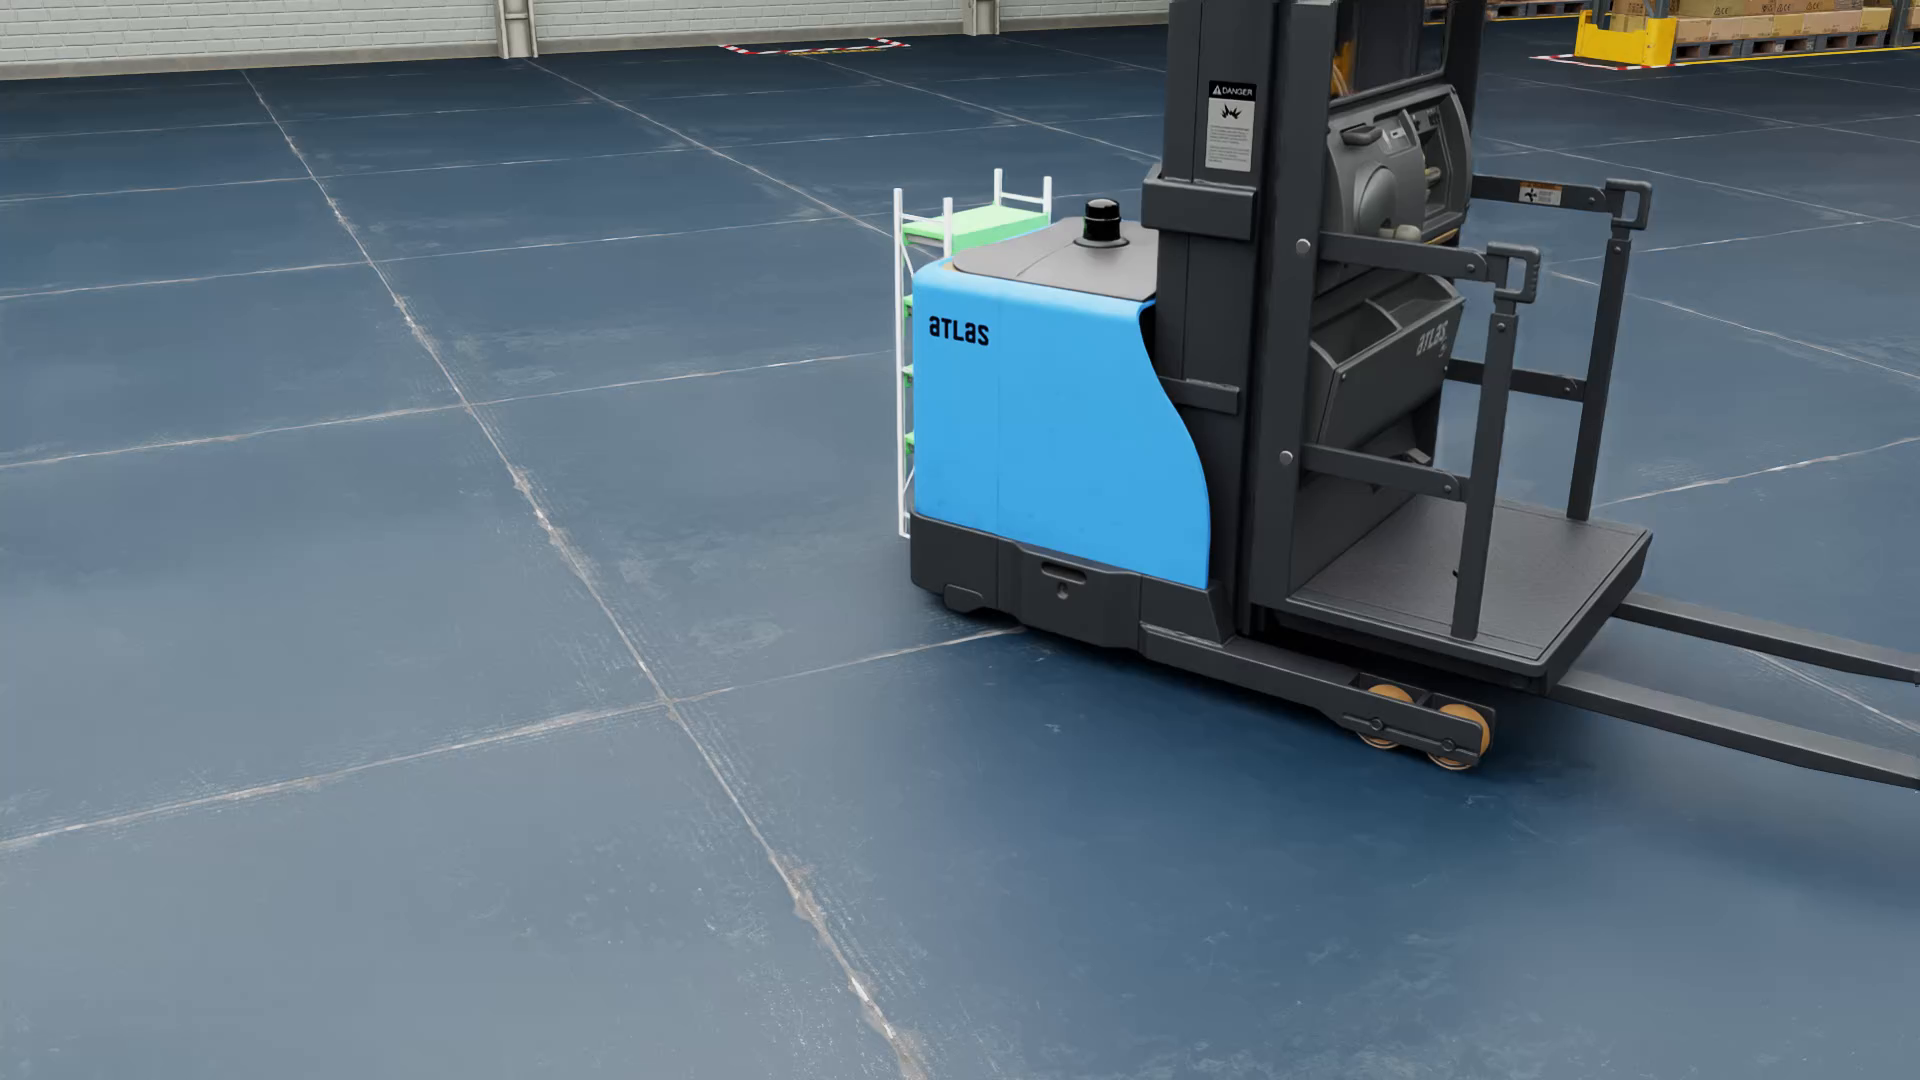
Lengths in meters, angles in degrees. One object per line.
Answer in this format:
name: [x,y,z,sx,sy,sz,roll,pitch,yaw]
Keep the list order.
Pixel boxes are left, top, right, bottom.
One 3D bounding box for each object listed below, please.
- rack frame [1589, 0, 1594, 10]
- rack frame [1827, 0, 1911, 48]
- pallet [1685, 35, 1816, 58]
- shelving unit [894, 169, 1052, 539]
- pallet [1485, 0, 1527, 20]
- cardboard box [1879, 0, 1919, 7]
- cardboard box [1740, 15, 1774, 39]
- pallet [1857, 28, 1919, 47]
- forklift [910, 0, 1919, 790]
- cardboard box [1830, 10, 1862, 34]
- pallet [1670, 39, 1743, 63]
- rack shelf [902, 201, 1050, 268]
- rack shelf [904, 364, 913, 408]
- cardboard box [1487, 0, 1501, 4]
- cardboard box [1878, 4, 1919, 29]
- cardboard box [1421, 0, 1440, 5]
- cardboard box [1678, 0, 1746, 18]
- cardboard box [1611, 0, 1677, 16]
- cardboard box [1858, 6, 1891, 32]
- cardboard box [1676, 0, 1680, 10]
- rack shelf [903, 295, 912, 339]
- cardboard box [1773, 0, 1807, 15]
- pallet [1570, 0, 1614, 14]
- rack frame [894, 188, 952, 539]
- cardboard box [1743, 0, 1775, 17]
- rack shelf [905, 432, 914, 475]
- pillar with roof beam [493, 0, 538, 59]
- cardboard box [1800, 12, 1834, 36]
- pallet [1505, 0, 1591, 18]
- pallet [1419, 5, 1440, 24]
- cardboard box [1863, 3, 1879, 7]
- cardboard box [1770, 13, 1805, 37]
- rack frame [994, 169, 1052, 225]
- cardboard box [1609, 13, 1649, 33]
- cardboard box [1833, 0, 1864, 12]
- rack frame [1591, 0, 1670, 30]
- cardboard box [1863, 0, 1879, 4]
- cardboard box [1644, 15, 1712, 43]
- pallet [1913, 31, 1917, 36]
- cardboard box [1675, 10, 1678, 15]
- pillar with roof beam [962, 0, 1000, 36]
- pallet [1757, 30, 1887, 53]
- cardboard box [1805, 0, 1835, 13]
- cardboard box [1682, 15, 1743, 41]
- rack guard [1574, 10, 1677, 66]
rack frame: [9.028,-9.247,24.167,0.127,3.000,1.000,-10,25,-24]
rack frame: [11.180,-7.540,20.044,0.127,3.000,1.000,-10,25,-24]
pallet: [9.345,-5.931,19.801,1.213,0.211,1.003,-10,25,-24]
shelving unit: [0.046,-0.611,5.656,0.258,1.200,0.503,19,29,39]
pallet: [7.338,-7.631,23.909,1.213,0.211,1.003,-10,25,-24]
cardboard box: [11.661,-6.706,20.341,0.500,0.311,0.500,-10,25,-23]
cardboard box: [9.055,-5.980,19.320,0.500,0.250,0.500,-10,25,-24]
pallet: [11.827,-6.388,20.905,1.213,0.211,1.003,-10,25,-24]
forklift: [1.343,-0.989,4.308,3.031,2.935,1.130,15,27,32]
cardboard box: [10.402,-6.232,19.930,0.500,0.250,0.500,-10,25,-24]
pallet: [8.247,-5.730,19.316,1.213,0.211,1.003,-10,25,-24]
rack shelf: [0.046,-0.995,5.497,0.258,0.148,0.480,19,29,39]
rack shelf: [0.046,-0.552,5.681,0.258,0.148,0.480,19,29,39]
cardboard box: [7.283,-7.915,23.641,0.500,0.500,0.700,-12,25,-27]
cardboard box: [11.651,-6.446,20.445,0.500,0.250,0.500,-11,25,-25]
cardboard box: [6.600,-7.723,23.425,0.500,0.311,0.500,-8,24,-19]
cardboard box: [8.605,-6.243,18.975,0.500,0.500,0.500,-10,25,-24]
cardboard box: [7.930,-6.338,19.206,0.500,0.500,0.500,-10,25,-24]
cardboard box: [10.857,-6.312,20.122,0.500,0.250,0.500,-10,25,-24]
cardboard box: [8.825,-6.509,19.619,0.500,0.500,0.500,-10,25,-24]
rack shelf: [0.046,-0.773,5.589,0.258,0.148,0.480,19,29,39]
cardboard box: [9.508,-6.407,19.372,0.500,0.500,0.500,-10,25,-24]
pallet: [9.729,-8.088,25.014,1.213,0.211,1.003,-10,25,-24]
rack frame: [-0.119,-0.542,5.490,0.240,1.200,0.015,19,29,39]
cardboard box: [9.050,-6.330,19.186,0.500,0.500,0.500,-10,25,-24]
rack shelf: [0.046,-0.330,5.772,0.258,0.148,0.480,19,29,39]
pillar with roof beam: [-3.266,-8.295,14.025,0.400,9.000,9.100,-10,25,-24]
cardboard box: [9.958,-6.144,19.717,0.500,0.250,0.500,-10,25,-24]
pallet: [8.439,-7.835,24.402,1.213,0.211,1.003,-10,25,-24]
pallet: [6.240,-7.430,23.424,1.213,0.211,1.003,-10,25,-24]
cardboard box: [11.428,-6.633,20.897,0.500,0.250,0.500,-11,25,-24]
cardboard box: [9.508,-6.061,19.516,0.500,0.250,0.500,-10,25,-24]
rack frame: [0.211,-0.680,5.823,0.240,1.200,0.015,19,29,39]
cardboard box: [7.931,-5.991,19.348,0.500,0.250,0.500,-10,25,-24]
cardboard box: [10.401,-6.579,19.788,0.500,0.500,0.500,-10,25,-24]
rack frame: [7.576,-6.877,18.441,0.127,3.000,1.000,-10,25,-24]
cardboard box: [11.421,-6.889,20.784,0.500,0.311,0.500,-10,25,-24]
cardboard box: [8.156,-5.813,18.917,0.500,0.250,0.500,-10,25,-24]
pallet: [12.928,-6.592,21.398,1.213,0.211,1.003,-10,25,-24]
cardboard box: [8.376,-6.078,19.558,0.500,0.250,0.500,-10,25,-24]
pillar with roof beam: [2.140,-9.291,16.429,0.400,9.000,9.100,-10,25,-24]
pallet: [10.445,-6.135,20.294,1.213,0.211,1.003,-10,25,-24]
cardboard box: [9.953,-6.495,19.585,0.500,0.500,0.500,-10,25,-24]
cardboard box: [8.605,-5.897,19.120,0.500,0.250,0.500,-10,25,-24]
rack guard: [7.554,-5.718,18.910,0.348,0.500,1.175,-10,25,-24]
